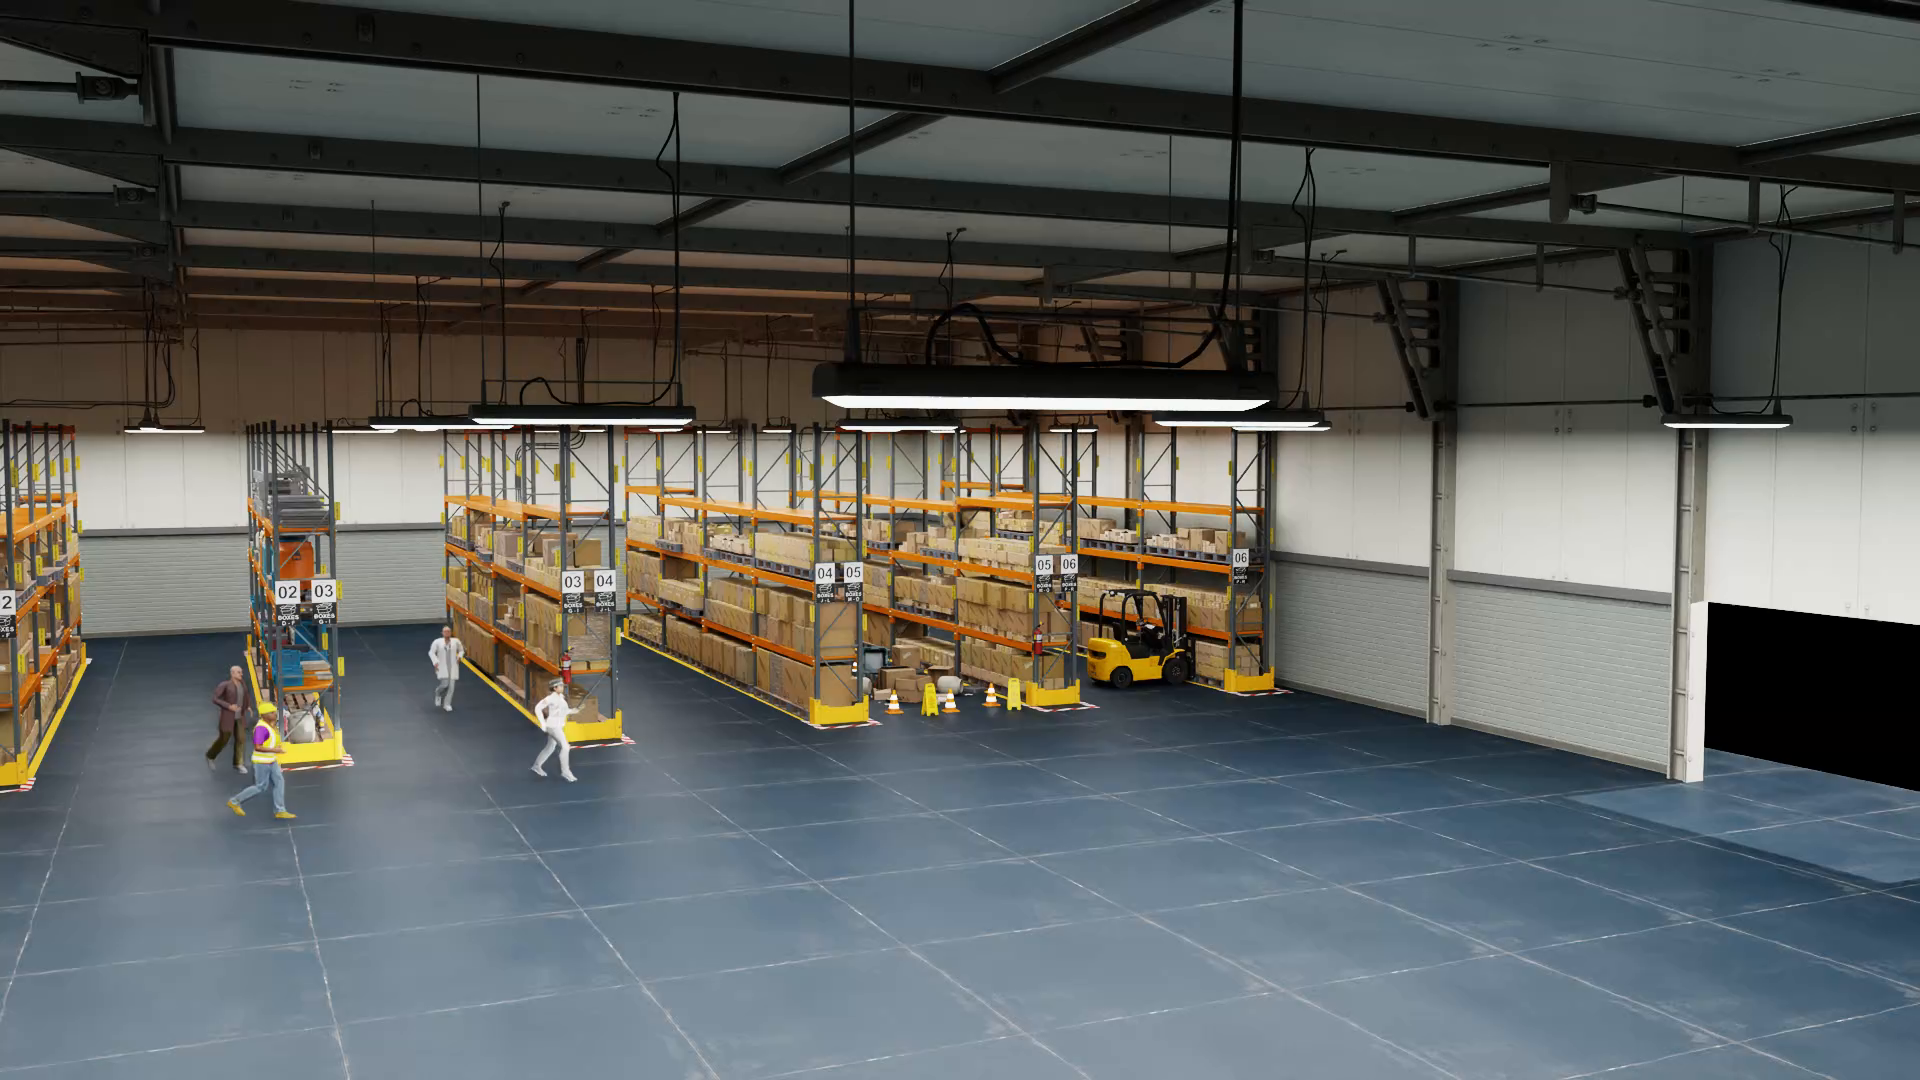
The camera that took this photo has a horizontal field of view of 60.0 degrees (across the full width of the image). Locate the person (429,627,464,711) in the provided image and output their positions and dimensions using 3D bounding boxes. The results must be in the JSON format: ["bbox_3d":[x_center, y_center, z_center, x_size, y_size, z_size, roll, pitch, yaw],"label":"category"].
[{"bbox_3d":[-10.707,2.685,34.774,0.700,1.744,0.673,-2,4,-28],"label":"person"}]

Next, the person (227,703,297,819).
[{"bbox_3d":[-10.381,3.294,24.707,0.948,1.754,0.681,0,4,-8],"label":"person"}]

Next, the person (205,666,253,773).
[{"bbox_3d":[-12.440,3.098,28.514,0.941,1.684,0.763,2,4,32],"label":"person"}]

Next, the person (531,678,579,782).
[{"bbox_3d":[-6.735,3.142,27.604,0.849,1.737,0.580,0,4,6],"label":"person"}]
